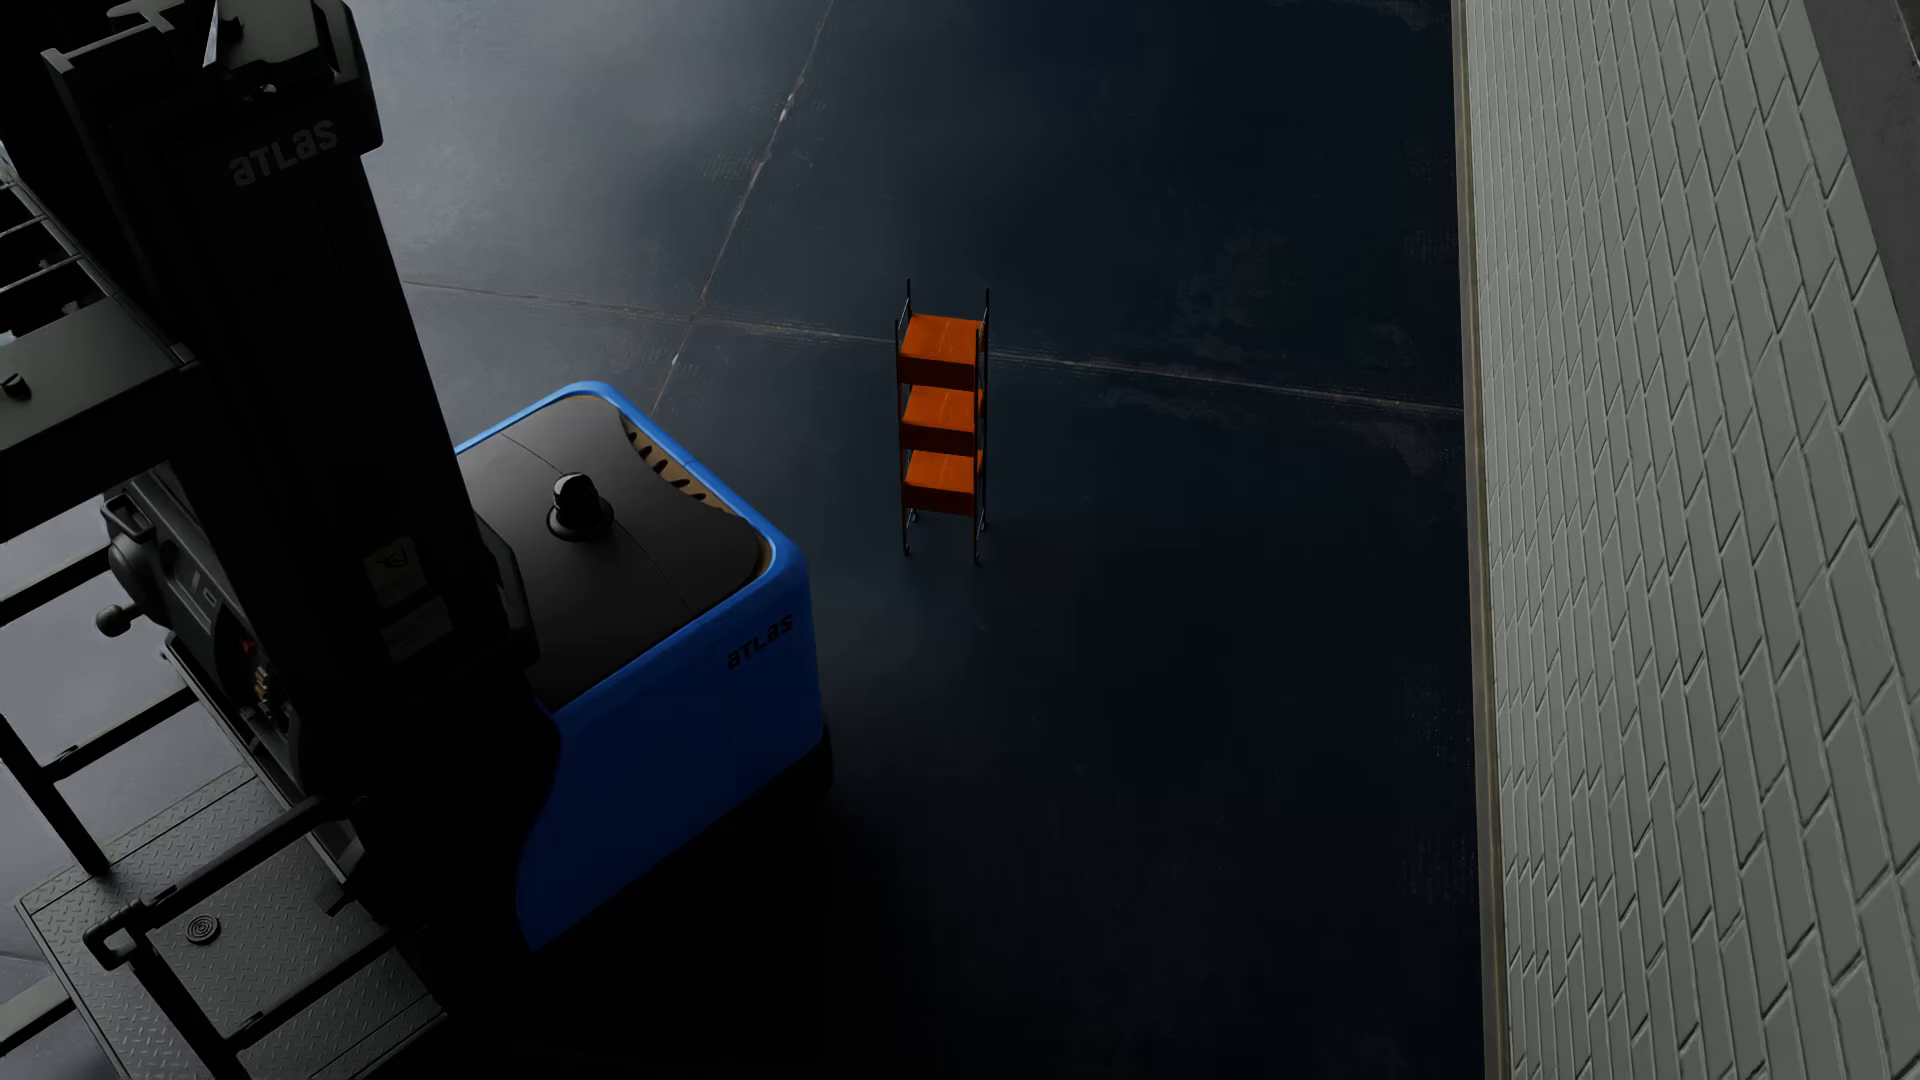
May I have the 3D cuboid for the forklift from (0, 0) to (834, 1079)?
[{"bbox_3d":[-1.803,0.266,3.540,3.031,2.935,1.130,-35,57,-27],"label":"forklift"}]

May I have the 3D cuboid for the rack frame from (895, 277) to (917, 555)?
[{"bbox_3d":[-0.173,-0.374,5.380,0.008,1.050,0.200,8,49,7],"label":"rack frame"}]

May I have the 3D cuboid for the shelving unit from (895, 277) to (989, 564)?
[{"bbox_3d":[-0.053,-0.358,5.366,0.252,1.050,0.215,8,49,7],"label":"shelving unit"}]

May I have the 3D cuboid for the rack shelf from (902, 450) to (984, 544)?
[{"bbox_3d":[-0.053,-0.165,5.580,0.240,0.259,0.215,8,49,7],"label":"rack shelf"}]

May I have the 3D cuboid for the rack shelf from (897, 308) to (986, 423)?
[{"bbox_3d":[-0.053,-0.541,5.163,0.240,0.259,0.215,8,49,7],"label":"rack shelf"}]

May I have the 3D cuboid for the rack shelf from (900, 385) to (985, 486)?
[{"bbox_3d":[-0.053,-0.351,5.374,0.240,0.259,0.215,8,49,7],"label":"rack shelf"}]

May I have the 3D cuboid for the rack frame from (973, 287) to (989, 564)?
[{"bbox_3d":[0.067,-0.342,5.351,0.008,1.050,0.200,8,49,7],"label":"rack frame"}]
